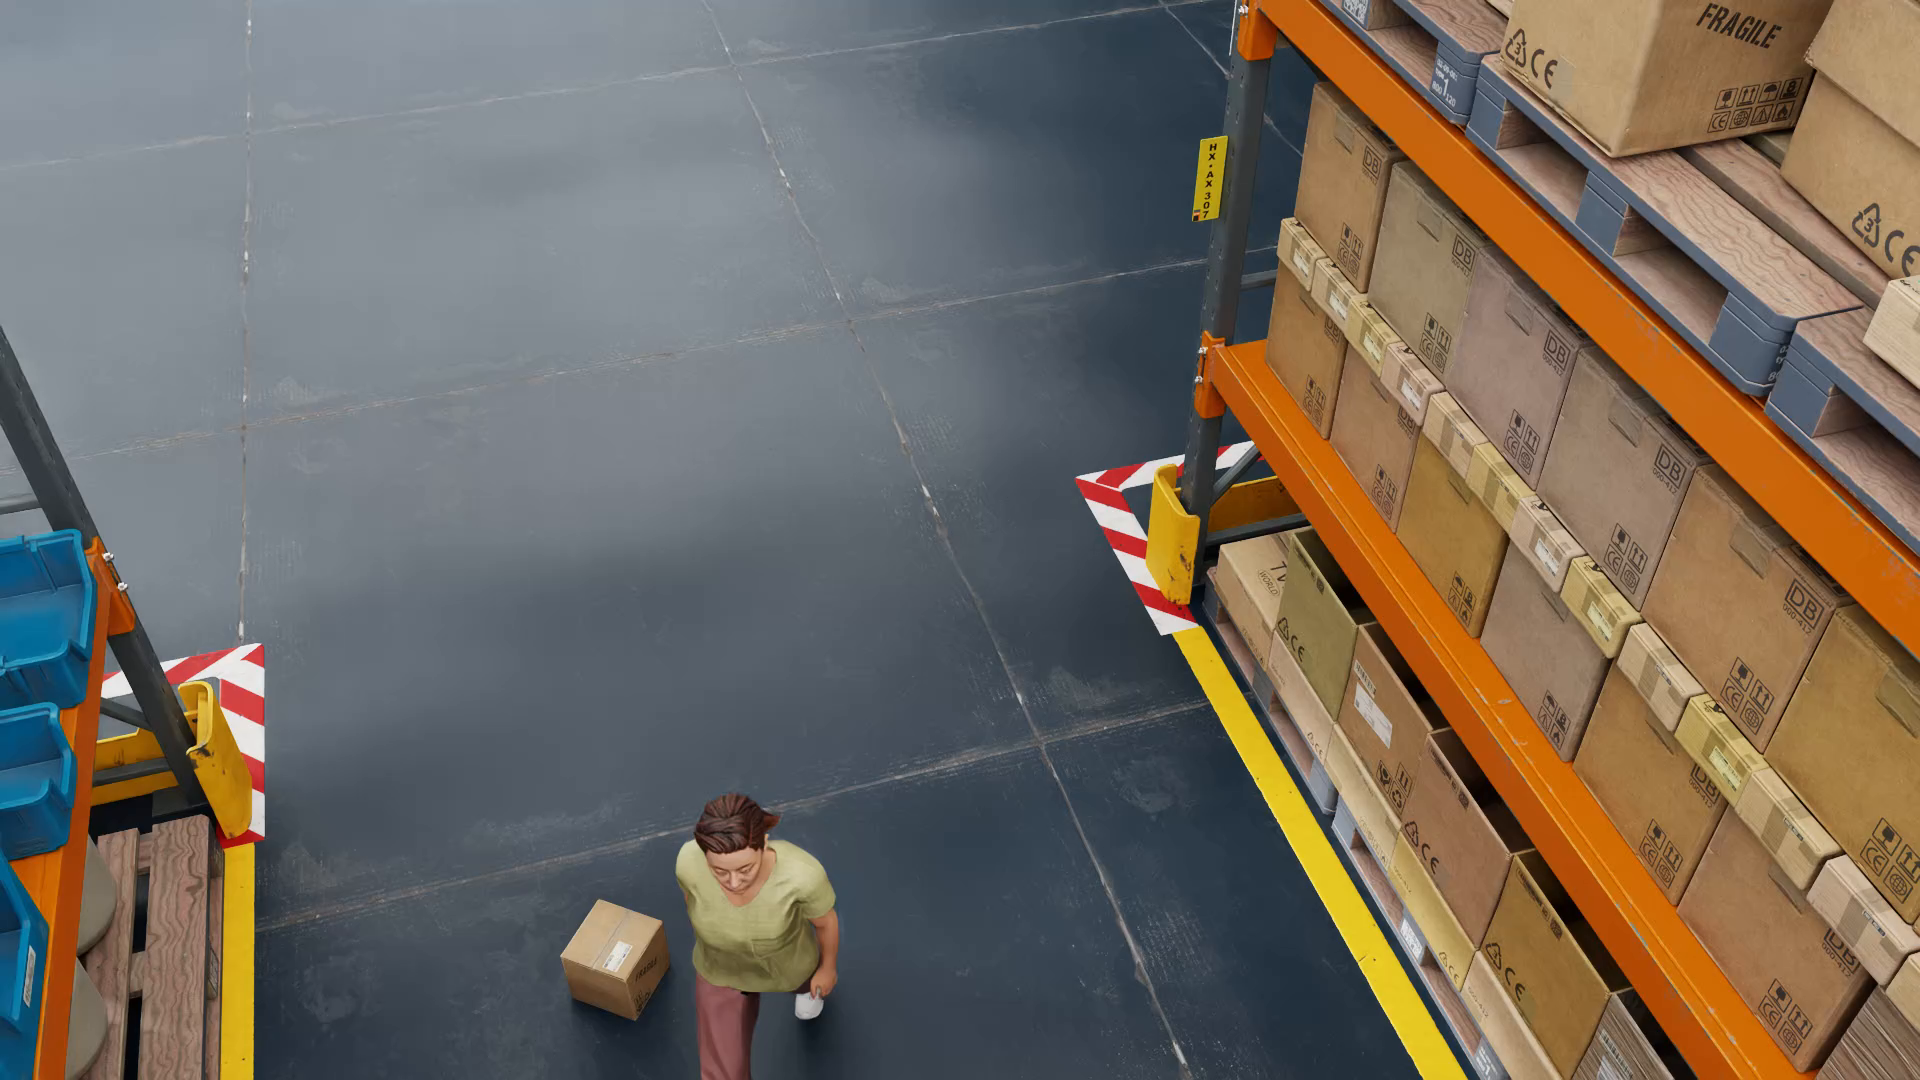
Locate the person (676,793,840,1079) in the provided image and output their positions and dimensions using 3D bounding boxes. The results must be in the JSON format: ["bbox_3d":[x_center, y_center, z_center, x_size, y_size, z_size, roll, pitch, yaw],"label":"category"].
[{"bbox_3d":[-0.569,1.224,4.855,0.451,1.604,1.097,1,42,1],"label":"person"}]
